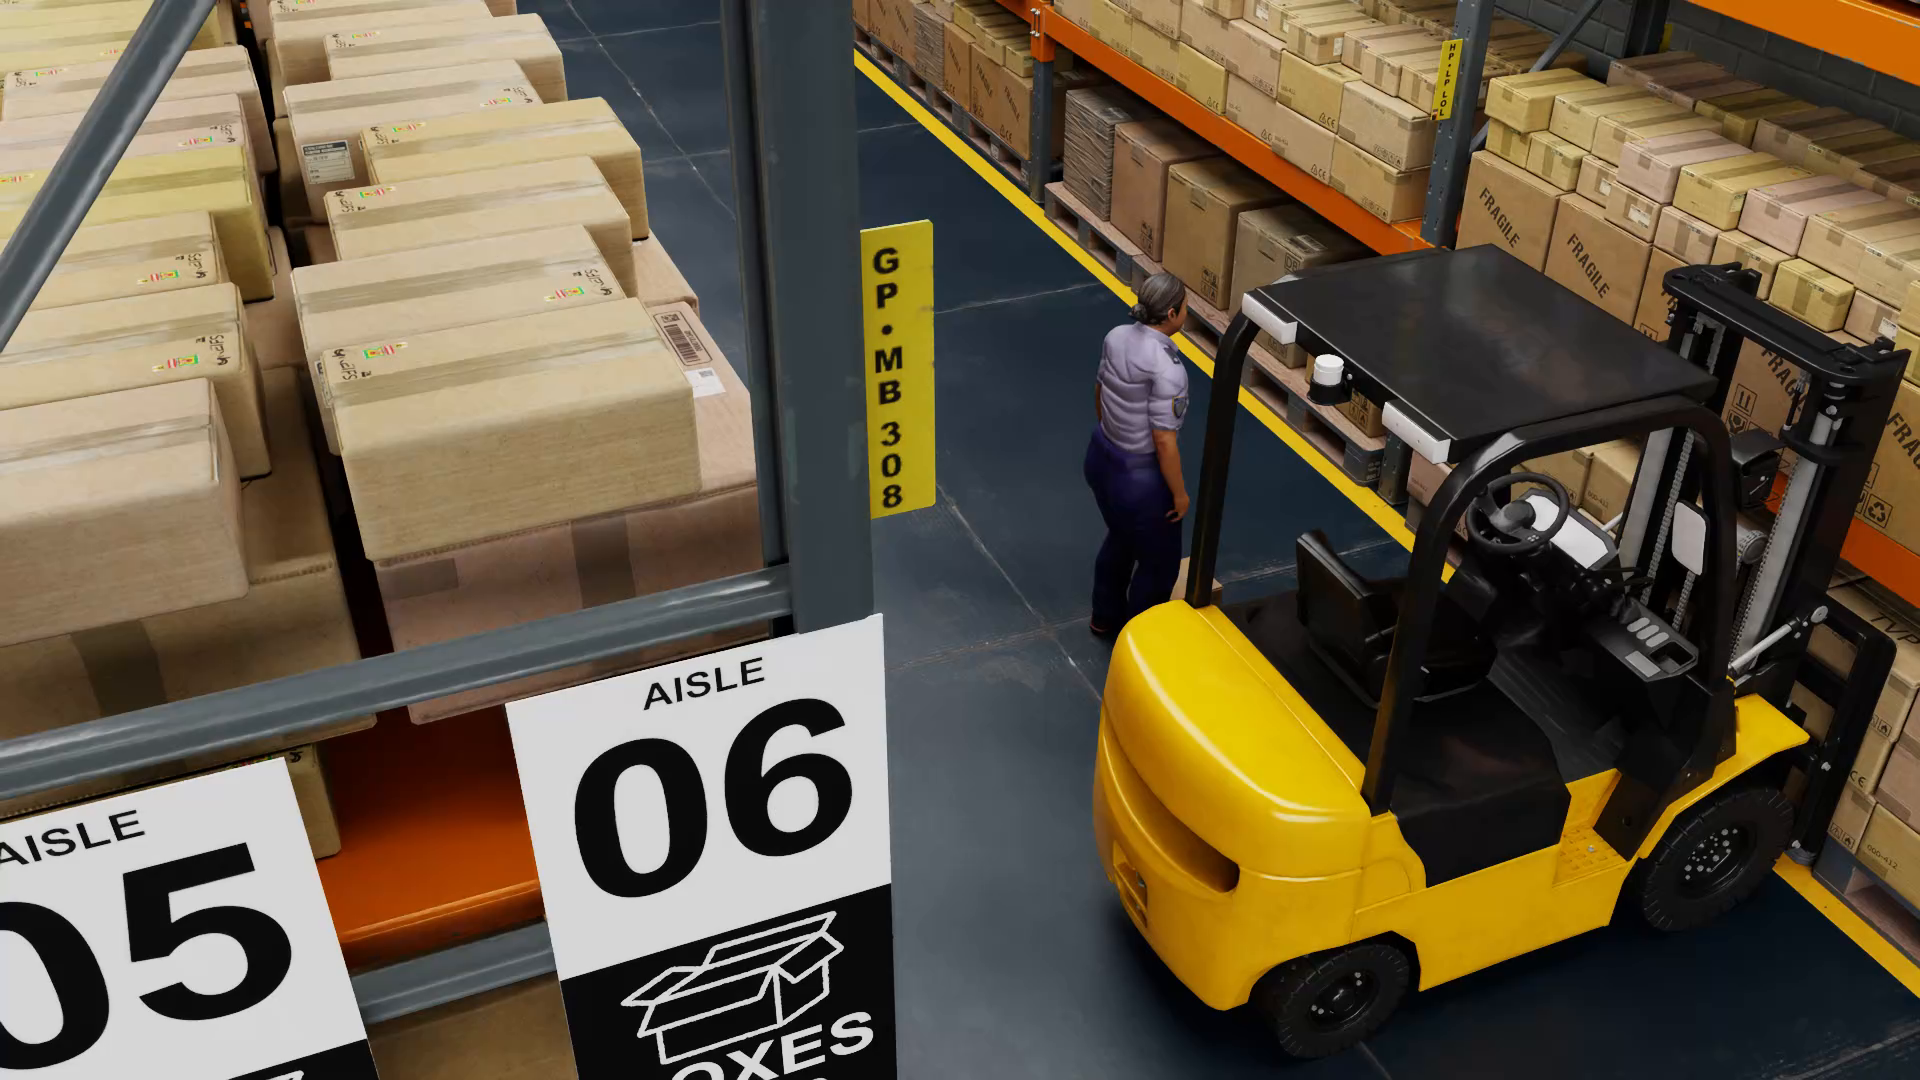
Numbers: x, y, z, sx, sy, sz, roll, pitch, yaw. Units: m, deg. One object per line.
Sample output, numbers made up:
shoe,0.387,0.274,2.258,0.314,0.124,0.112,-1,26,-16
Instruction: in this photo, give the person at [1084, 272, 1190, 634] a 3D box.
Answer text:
person,0.712,-0.263,6.542,0.368,1.653,0.563,-15,36,-21
